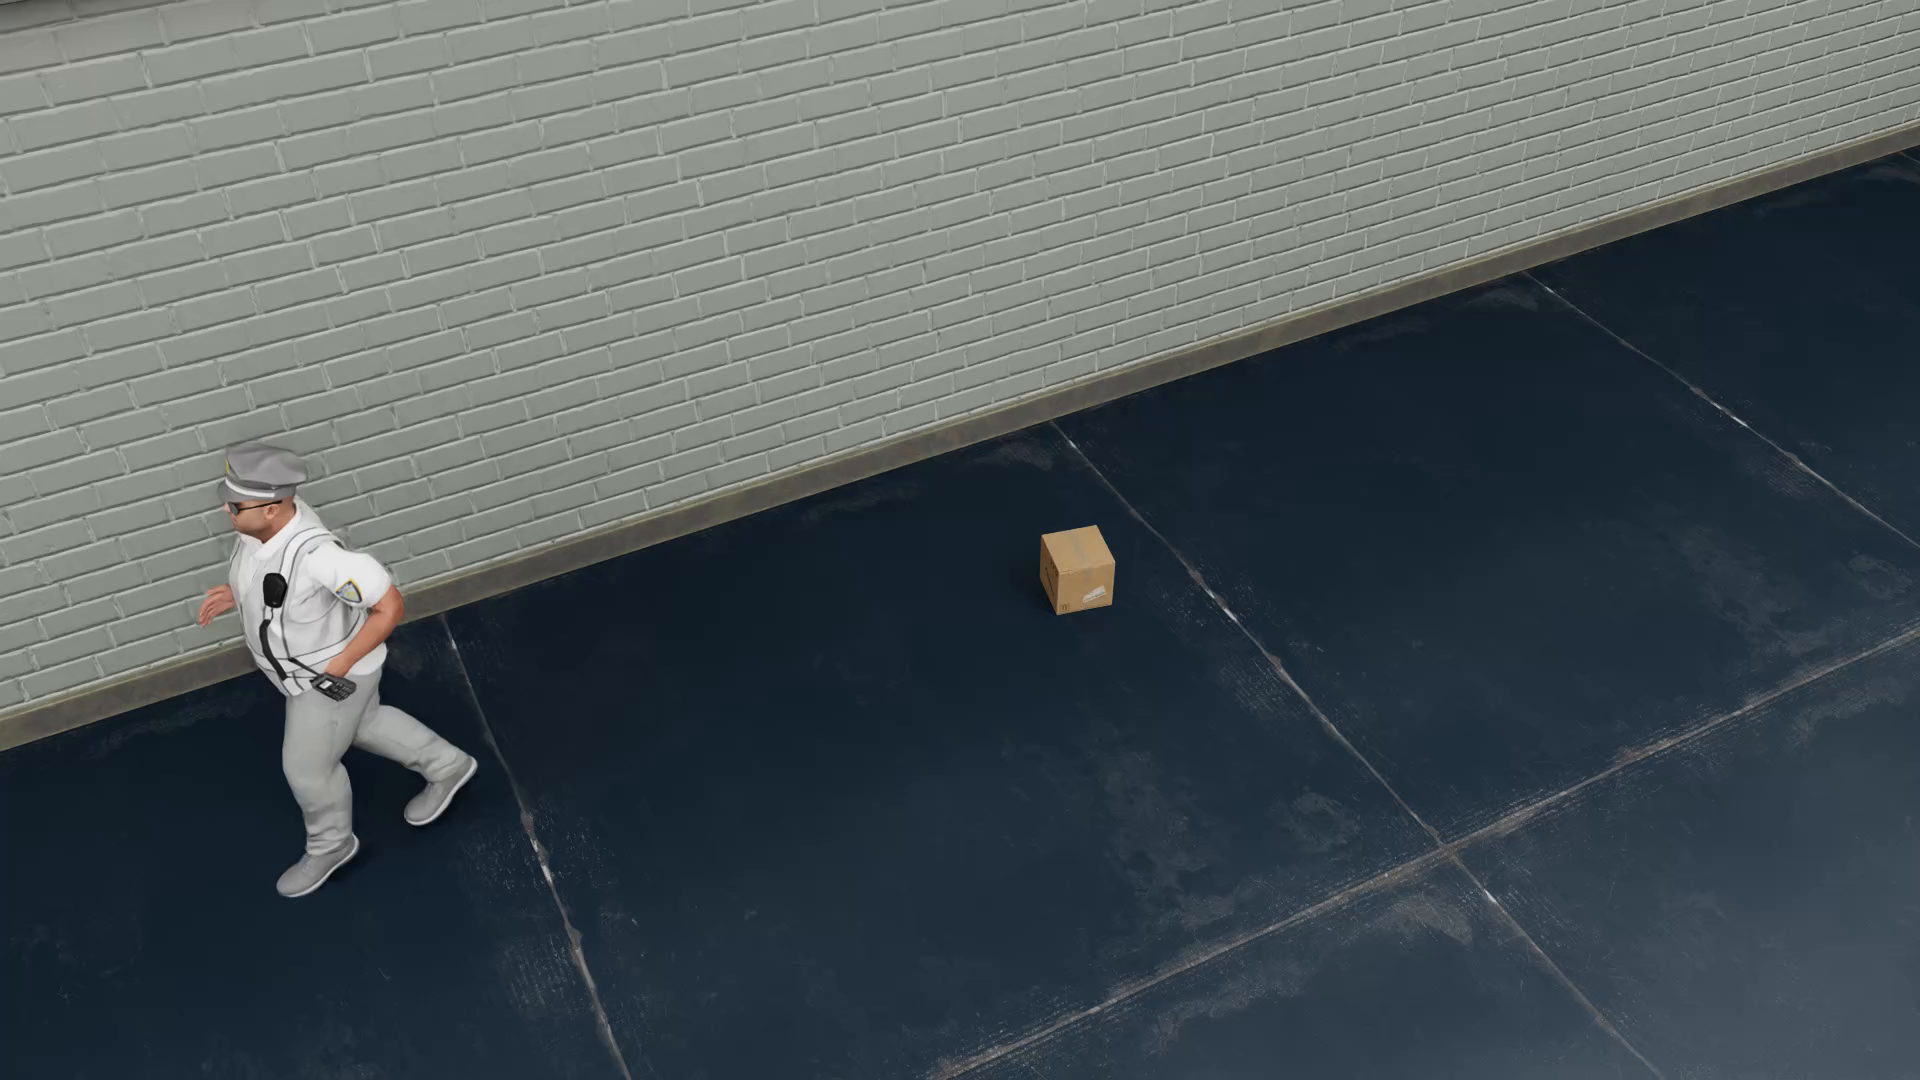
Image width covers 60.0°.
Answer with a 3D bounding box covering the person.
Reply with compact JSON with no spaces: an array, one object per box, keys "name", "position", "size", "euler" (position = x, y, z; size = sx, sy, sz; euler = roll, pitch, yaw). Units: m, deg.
[{"name":"person","position":[-2.178,0.407,5.649],"size":[0.807,1.809,0.659],"euler":[-23,46,-24]}]
